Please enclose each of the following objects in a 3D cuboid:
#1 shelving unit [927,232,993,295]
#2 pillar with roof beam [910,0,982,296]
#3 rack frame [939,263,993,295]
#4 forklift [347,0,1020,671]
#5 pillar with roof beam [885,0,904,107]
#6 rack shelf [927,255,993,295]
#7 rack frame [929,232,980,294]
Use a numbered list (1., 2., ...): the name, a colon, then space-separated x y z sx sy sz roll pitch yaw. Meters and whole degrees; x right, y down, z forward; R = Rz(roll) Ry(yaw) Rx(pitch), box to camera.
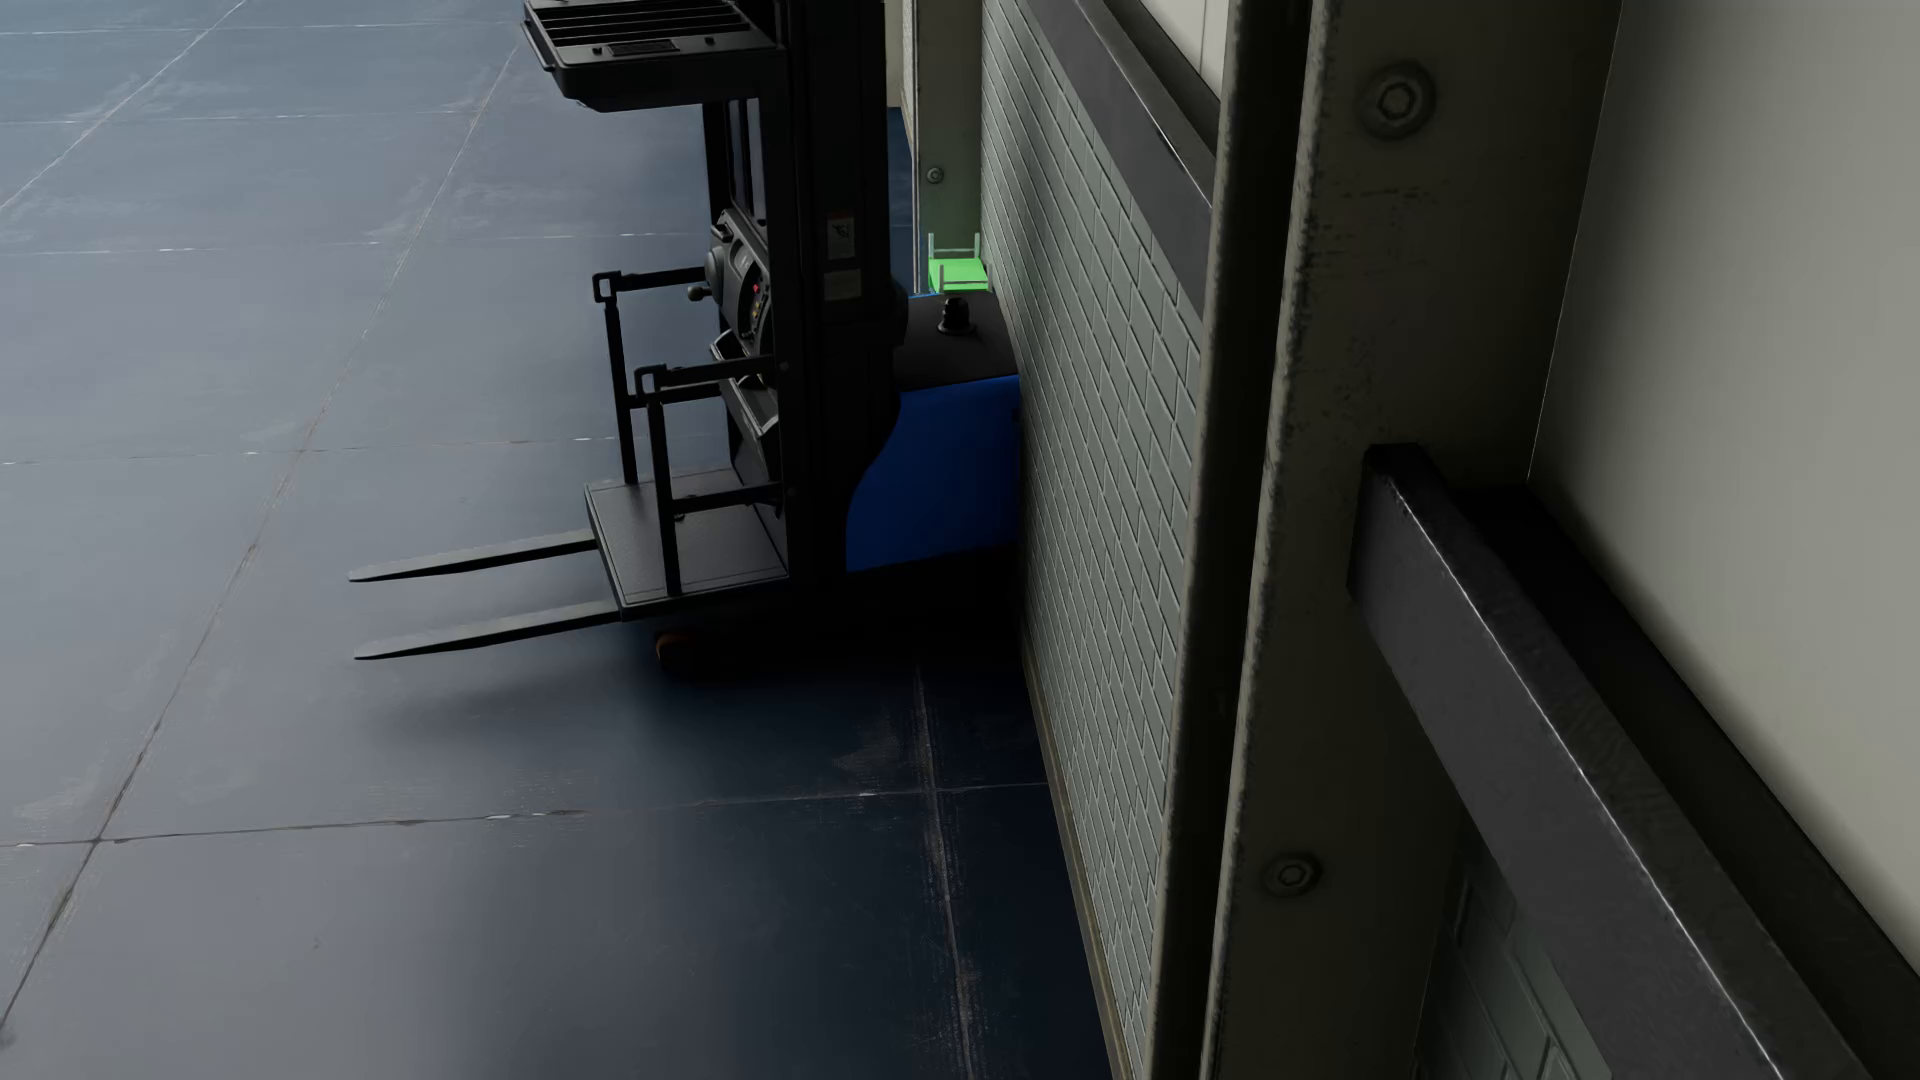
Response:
1. shelving unit: -0.005 -0.810 7.936 0.258 1.200 0.503 -2 27 -6
2. pillar with roof beam: -4.351 -4.272 6.127 9.100 9.000 0.400 -3 31 -5
3. rack frame: 0.022 -0.700 7.720 0.240 1.200 0.015 -2 27 -6
4. forklift: -1.068 -1.023 6.605 3.031 2.935 1.130 -10 32 -17
5. pillar with roof beam: -4.911 -7.335 11.255 9.100 9.000 0.400 -3 31 -5
6. rack shelf: -0.001 -1.181 7.747 0.258 0.148 0.480 -2 27 -6
7. rack frame: -0.031 -0.920 8.152 0.240 1.200 0.015 -2 27 -6
